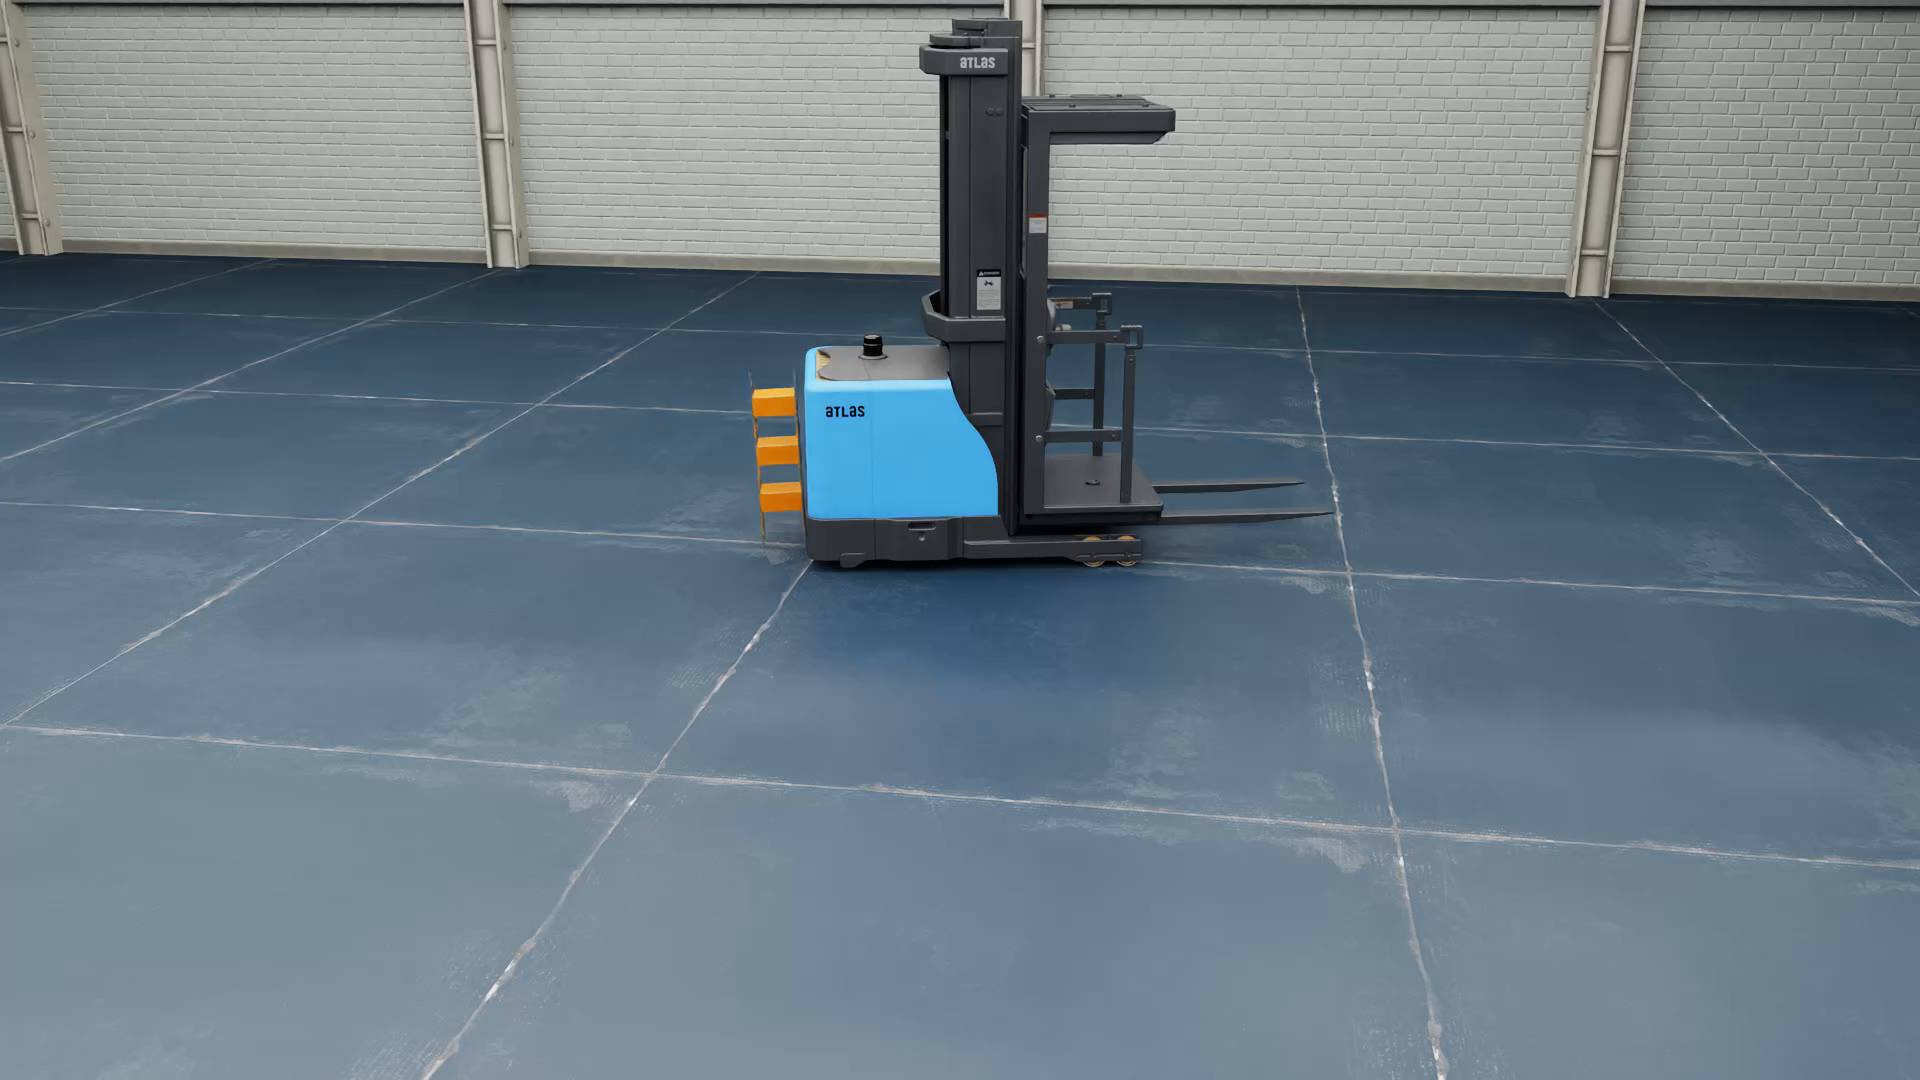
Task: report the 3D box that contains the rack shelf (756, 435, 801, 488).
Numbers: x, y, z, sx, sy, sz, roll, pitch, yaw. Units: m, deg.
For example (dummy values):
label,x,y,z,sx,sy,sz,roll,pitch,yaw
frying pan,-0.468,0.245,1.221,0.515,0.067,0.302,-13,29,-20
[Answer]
label,x,y,z,sx,sy,sz,roll,pitch,yaw
rack shelf,-1.038,-0.459,9.539,0.240,0.259,0.215,-3,19,-3

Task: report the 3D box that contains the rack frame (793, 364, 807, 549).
label,x,y,z,sx,sy,sz,roll,pitch,yaw
rack frame,-0.917,-0.476,9.542,0.008,1.050,0.200,-3,19,-3

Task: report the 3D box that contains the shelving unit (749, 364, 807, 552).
label,x,y,z,sx,sy,sz,roll,pitch,yaw
shelving unit,-1.039,-0.469,9.535,0.252,1.050,0.215,-3,19,-3

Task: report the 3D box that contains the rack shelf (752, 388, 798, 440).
label,x,y,z,sx,sy,sz,roll,pitch,yaw
rack shelf,-1.049,-0.728,9.448,0.240,0.259,0.215,-3,19,-3

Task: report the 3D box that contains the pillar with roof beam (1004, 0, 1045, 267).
label,x,y,z,sx,sy,sz,roll,pitch,yaw
pillar with roof beam,-0.003,-5.805,12.971,0.400,9.000,9.100,3,19,9

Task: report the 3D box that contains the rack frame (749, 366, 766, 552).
label,x,y,z,sx,sy,sz,roll,pitch,yaw
rack frame,-1.160,-0.462,9.529,0.008,1.050,0.200,-3,19,-3

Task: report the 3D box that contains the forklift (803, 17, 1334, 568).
label,x,y,z,sx,sy,sz,roll,pitch,yaw
forklift,0.620,-1.406,9.385,3.031,2.935,1.130,-1,19,-4

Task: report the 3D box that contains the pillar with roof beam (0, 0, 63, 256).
label,x,y,z,sx,sy,sz,roll,pitch,yaw
pillar with roof beam,-11.851,-6.409,14.776,0.400,9.000,9.100,3,19,9

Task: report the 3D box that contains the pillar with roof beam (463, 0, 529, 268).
label,x,y,z,sx,sy,sz,roll,pitch,yaw
pillar with roof beam,-5.927,-6.107,13.874,0.400,9.000,9.100,3,19,9

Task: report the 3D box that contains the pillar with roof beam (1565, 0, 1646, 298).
label,x,y,z,sx,sy,sz,roll,pitch,yaw
pillar with roof beam,5.921,-5.503,12.069,0.400,9.000,9.100,3,19,9

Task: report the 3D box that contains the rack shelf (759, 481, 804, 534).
label,x,y,z,sx,sy,sz,roll,pitch,yaw
rack shelf,-1.028,-0.196,9.628,0.240,0.259,0.215,-3,19,-3
